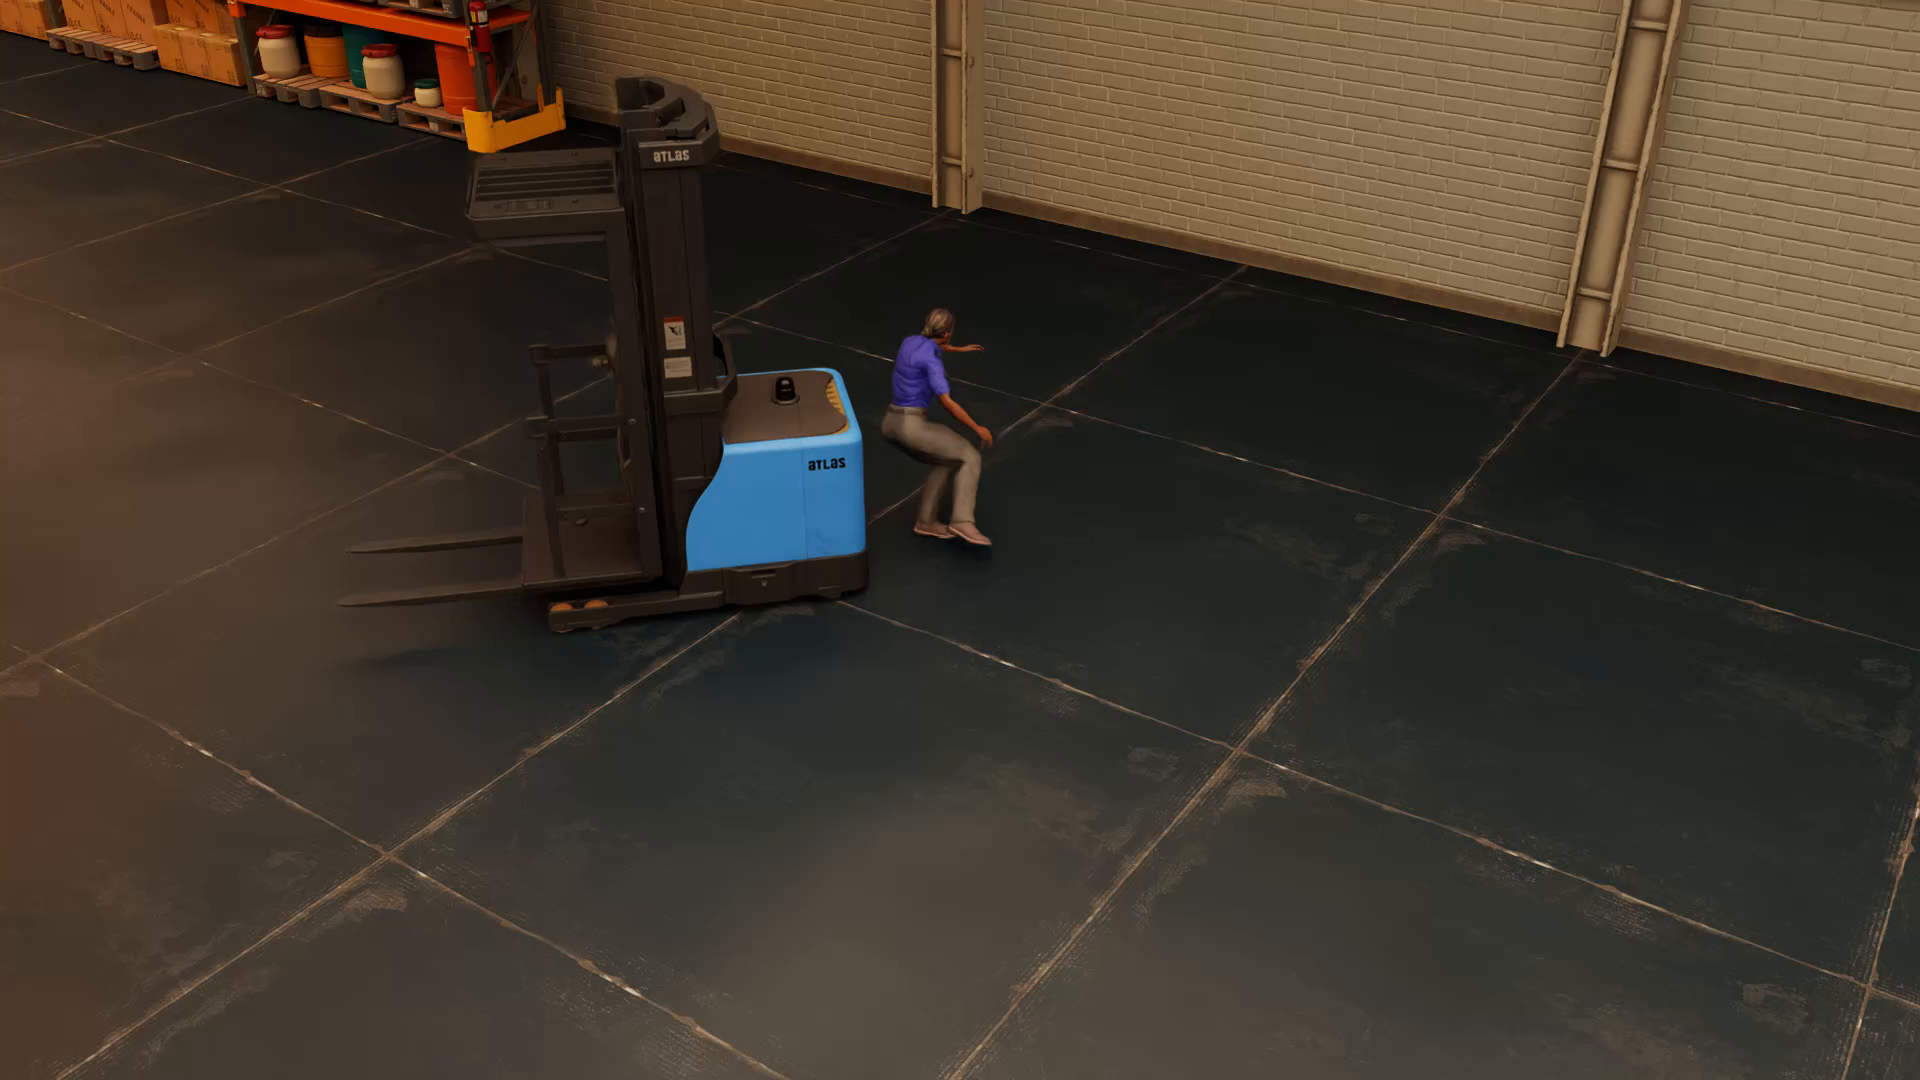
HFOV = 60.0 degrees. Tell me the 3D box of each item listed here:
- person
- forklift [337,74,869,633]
[{"bbox_3d":[-0.012,-0.729,10.370,0.878,1.417,1.095,-18,35,-28],"label":"person"},{"bbox_3d":[-2.112,-1.023,9.343,3.031,2.935,1.130,-6,31,-10],"label":"forklift"}]
